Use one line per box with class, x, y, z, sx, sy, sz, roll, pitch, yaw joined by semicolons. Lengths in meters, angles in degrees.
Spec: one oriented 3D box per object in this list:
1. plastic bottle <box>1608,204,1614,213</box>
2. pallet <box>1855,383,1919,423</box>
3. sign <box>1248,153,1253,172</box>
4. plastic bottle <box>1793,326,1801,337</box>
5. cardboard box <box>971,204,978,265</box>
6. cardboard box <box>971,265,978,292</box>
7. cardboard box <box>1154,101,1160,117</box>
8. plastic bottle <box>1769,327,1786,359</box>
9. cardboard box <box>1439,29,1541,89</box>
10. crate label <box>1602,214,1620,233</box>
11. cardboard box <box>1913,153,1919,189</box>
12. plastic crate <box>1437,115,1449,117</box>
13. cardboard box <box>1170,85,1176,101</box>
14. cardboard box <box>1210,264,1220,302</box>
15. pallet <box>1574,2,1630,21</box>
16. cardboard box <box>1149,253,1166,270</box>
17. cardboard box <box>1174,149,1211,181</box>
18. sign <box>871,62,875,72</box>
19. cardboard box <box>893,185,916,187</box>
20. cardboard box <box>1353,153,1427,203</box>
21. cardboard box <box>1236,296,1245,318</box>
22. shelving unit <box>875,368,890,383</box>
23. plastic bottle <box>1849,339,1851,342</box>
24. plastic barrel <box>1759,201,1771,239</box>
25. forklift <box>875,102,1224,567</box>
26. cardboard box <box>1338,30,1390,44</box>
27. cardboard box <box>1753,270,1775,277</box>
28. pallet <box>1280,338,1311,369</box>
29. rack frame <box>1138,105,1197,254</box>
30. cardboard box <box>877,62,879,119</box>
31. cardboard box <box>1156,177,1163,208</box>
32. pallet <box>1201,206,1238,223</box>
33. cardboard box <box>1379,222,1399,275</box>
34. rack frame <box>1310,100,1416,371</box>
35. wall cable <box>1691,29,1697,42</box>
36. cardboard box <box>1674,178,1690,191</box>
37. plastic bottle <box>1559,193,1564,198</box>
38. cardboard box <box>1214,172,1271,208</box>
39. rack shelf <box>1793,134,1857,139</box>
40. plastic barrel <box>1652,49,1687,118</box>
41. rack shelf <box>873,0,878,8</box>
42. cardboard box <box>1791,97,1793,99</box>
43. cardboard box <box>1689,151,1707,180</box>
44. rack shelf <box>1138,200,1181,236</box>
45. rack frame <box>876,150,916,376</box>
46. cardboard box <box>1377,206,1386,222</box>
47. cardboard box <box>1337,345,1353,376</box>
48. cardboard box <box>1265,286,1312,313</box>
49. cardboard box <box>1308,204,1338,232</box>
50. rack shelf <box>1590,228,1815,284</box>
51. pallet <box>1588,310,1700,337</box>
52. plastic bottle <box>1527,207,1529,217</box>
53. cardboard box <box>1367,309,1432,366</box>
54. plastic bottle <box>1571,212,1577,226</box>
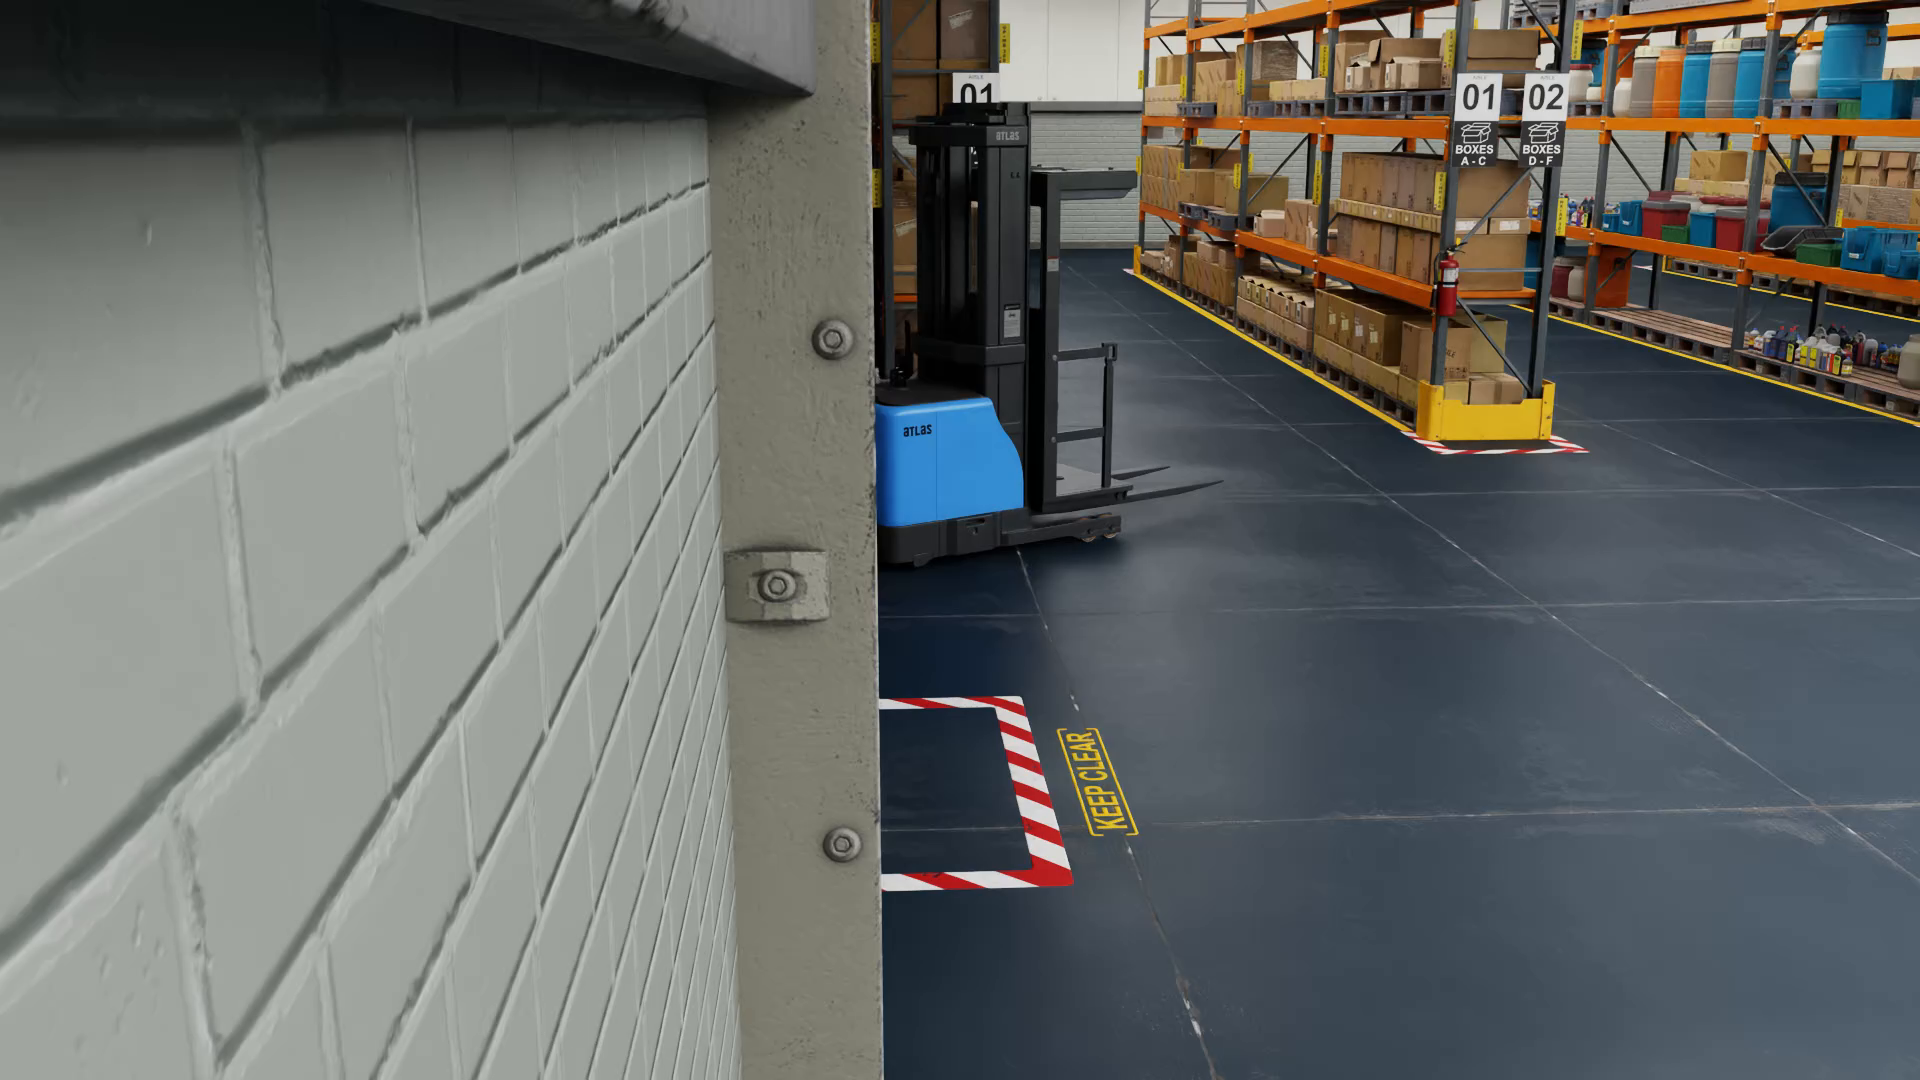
plastic bottle;9.491;-4.755;24.246;0.097;0.271;0.097;0;14;0
pallet;9.625;-1.350;16.350;1.003;0.211;1.213;-1;14;-3
sign;4.588;-5.959;26.344;0.100;0.325;0.005;-1;14;-3
plastic bottle;9.254;-2.200;18.491;0.144;0.351;0.185;-1;14;-3
cardboard box;0.104;-2.751;14.954;0.500;0.500;0.500;-1;14;-3
cardboard box;0.120;-2.391;15.059;0.500;0.250;0.500;-1;14;-5
cardboard box;3.615;-7.383;28.484;0.500;0.250;0.500;-1;14;-3
plastic bottle;9.110;-2.198;18.483;0.144;0.351;0.185;0;14;-2
cardboard box;4.746;-4.322;14.952;0.797;0.503;0.637;0;14;0
crate label;8.878;-4.278;22.470;0.303;0.233;0.416;-1;14;-3
cardboard box;14.140;-5.263;23.746;0.797;0.503;0.637;0;14;-2
plastic crate;8.551;-7.498;28.752;0.504;0.338;0.767;-1;14;-3
cardboard box;3.705;-7.252;26.972;0.500;0.250;0.500;-1;14;-3
cardboard box;3.958;-3.754;24.232;0.500;0.500;0.500;-1;14;-5
pallet;9.212;-7.270;22.904;1.213;0.211;1.003;-1;14;-3
cardboard box;3.599;-4.877;29.097;0.500;0.250;0.500;-1;14;-3
cardboard box;3.744;-6.043;26.788;0.500;0.500;0.500;-1;14;-3
sign;-0.968;-5.206;17.894;0.100;0.325;0.005;-1;14;-3
cardboard box;-0.511;-4.013;20.020;0.700;0.500;0.500;1;14;4
cardboard box;4.596;-3.840;17.628;0.700;0.500;0.500;-1;14;-4
cardboard box;4.021;-3.131;22.352;0.500;0.250;0.500;-1;14;-4
shelving unit;-0.611;-0.522;11.120;0.503;1.200;0.258;-15;14;-40
plastic bottle;9.865;-2.129;18.351;0.061;0.283;0.133;0;14;0
plastic barrel;9.633;-3.782;19.934;0.433;0.535;0.433;0;14;0
forklift;0.518;-1.506;11.496;3.031;2.935;1.130;-9;17;-33
cardboard box;4.531;-5.500;18.817;0.500;0.500;0.500;-1;14;-3
cardboard box;13.961;-4.881;27.898;0.875;0.875;0.875;-1;14;-3
pallet;4.445;-2.232;19.776;1.003;0.211;1.213;-1;14;-3
rack frame;3.786;-6.384;30.318;1.000;3.000;0.127;-1;14;-3
cardboard box;-0.498;-4.060;15.025;0.500;0.500;0.500;-1;14;-3
cardboard box;3.645;-5.940;28.394;0.500;0.500;0.500;-1;14;-3
pallet;4.157;-4.785;24.489;1.003;0.211;1.213;-1;14;-3
cardboard box;4.663;-2.954;16.788;0.700;0.500;0.500;0;14;-2
rack frame;4.530;-3.399;18.719;1.000;3.000;0.127;-1;14;-3
wall cable;16.764;-12.459;35.433;2.277;5.999;0.120;-1;14;-3
cardboard box;13.434;-6.484;30.410;0.500;0.250;0.500;-1;14;-5
plastic bottle;9.362;-5.217;25.883;0.144;0.351;0.185;-1;14;-3
cardboard box;4.205;-5.202;24.683;0.700;0.500;0.500;-5;15;-18
rack shelf;14.045;-6.148;24.825;1.077;0.370;4.000;-1;14;-3
plastic barrel;9.101;-5.760;21.013;0.600;0.830;0.708;-1;14;-3
rack shelf;-0.290;-5.380;15.827;1.077;0.370;4.000;-1;14;-3
cardboard box;13.813;-7.488;27.344;0.700;0.500;0.500;-2;15;-7
cardboard box;13.465;-6.723;29.834;0.500;0.500;0.500;-1;14;-5
rack shelf;3.910;-5.538;28.475;1.077;0.370;4.000;-1;14;-3
rack frame;-0.414;-3.322;18.418;1.000;3.000;0.127;-1;14;-3
cardboard box;4.453;-3.307;16.857;0.380;0.149;0.250;-1;14;-4
cardboard box;4.308;-1.902;17.576;0.500;0.250;0.500;-1;14;-3
cardboard box;4.124;-3.018;20.785;0.500;0.311;0.500;-1;14;-4
cardboard box;4.466;-3.770;19.959;0.500;0.500;0.500;0;14;1
rack shelf;9.350;-3.624;21.035;1.077;0.370;4.000;-1;14;-3
pallet;9.235;-2.926;22.475;1.003;0.211;1.213;-1;14;-3
plastic bottle;8.664;-4.988;25.291;0.097;0.201;0.097;0;14;0
cardboard box;4.371;-2.017;16.516;0.500;0.500;0.500;-1;14;-3
plastic bottle;8.766;-4.578;23.699;0.097;0.201;0.097;0;14;0
